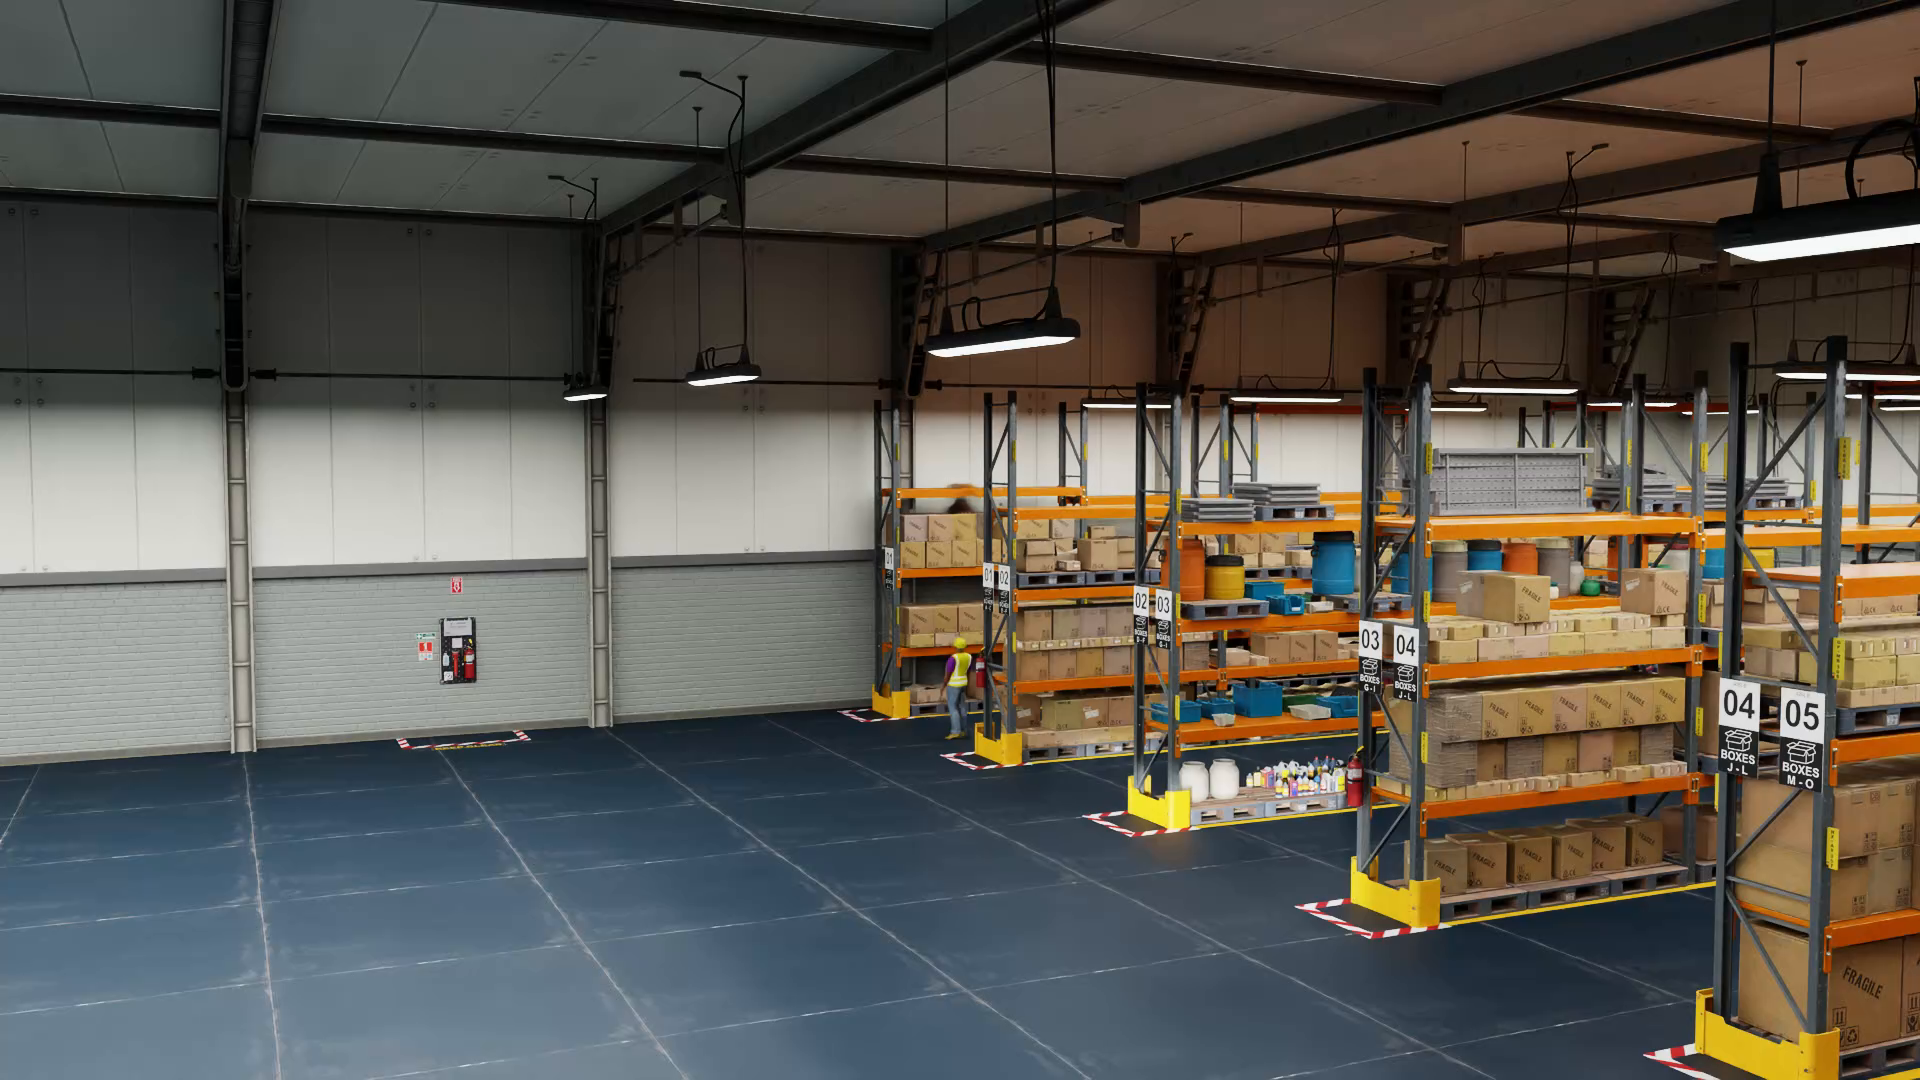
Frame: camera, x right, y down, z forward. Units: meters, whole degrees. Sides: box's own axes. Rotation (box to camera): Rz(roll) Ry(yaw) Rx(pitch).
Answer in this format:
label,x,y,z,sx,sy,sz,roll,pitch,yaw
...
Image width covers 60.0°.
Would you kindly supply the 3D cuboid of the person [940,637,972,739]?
label,x,y,z,sx,sy,sz,roll,pitch,yaw
person,-0.064,2.596,29.228,0.464,1.799,0.599,2,4,29
